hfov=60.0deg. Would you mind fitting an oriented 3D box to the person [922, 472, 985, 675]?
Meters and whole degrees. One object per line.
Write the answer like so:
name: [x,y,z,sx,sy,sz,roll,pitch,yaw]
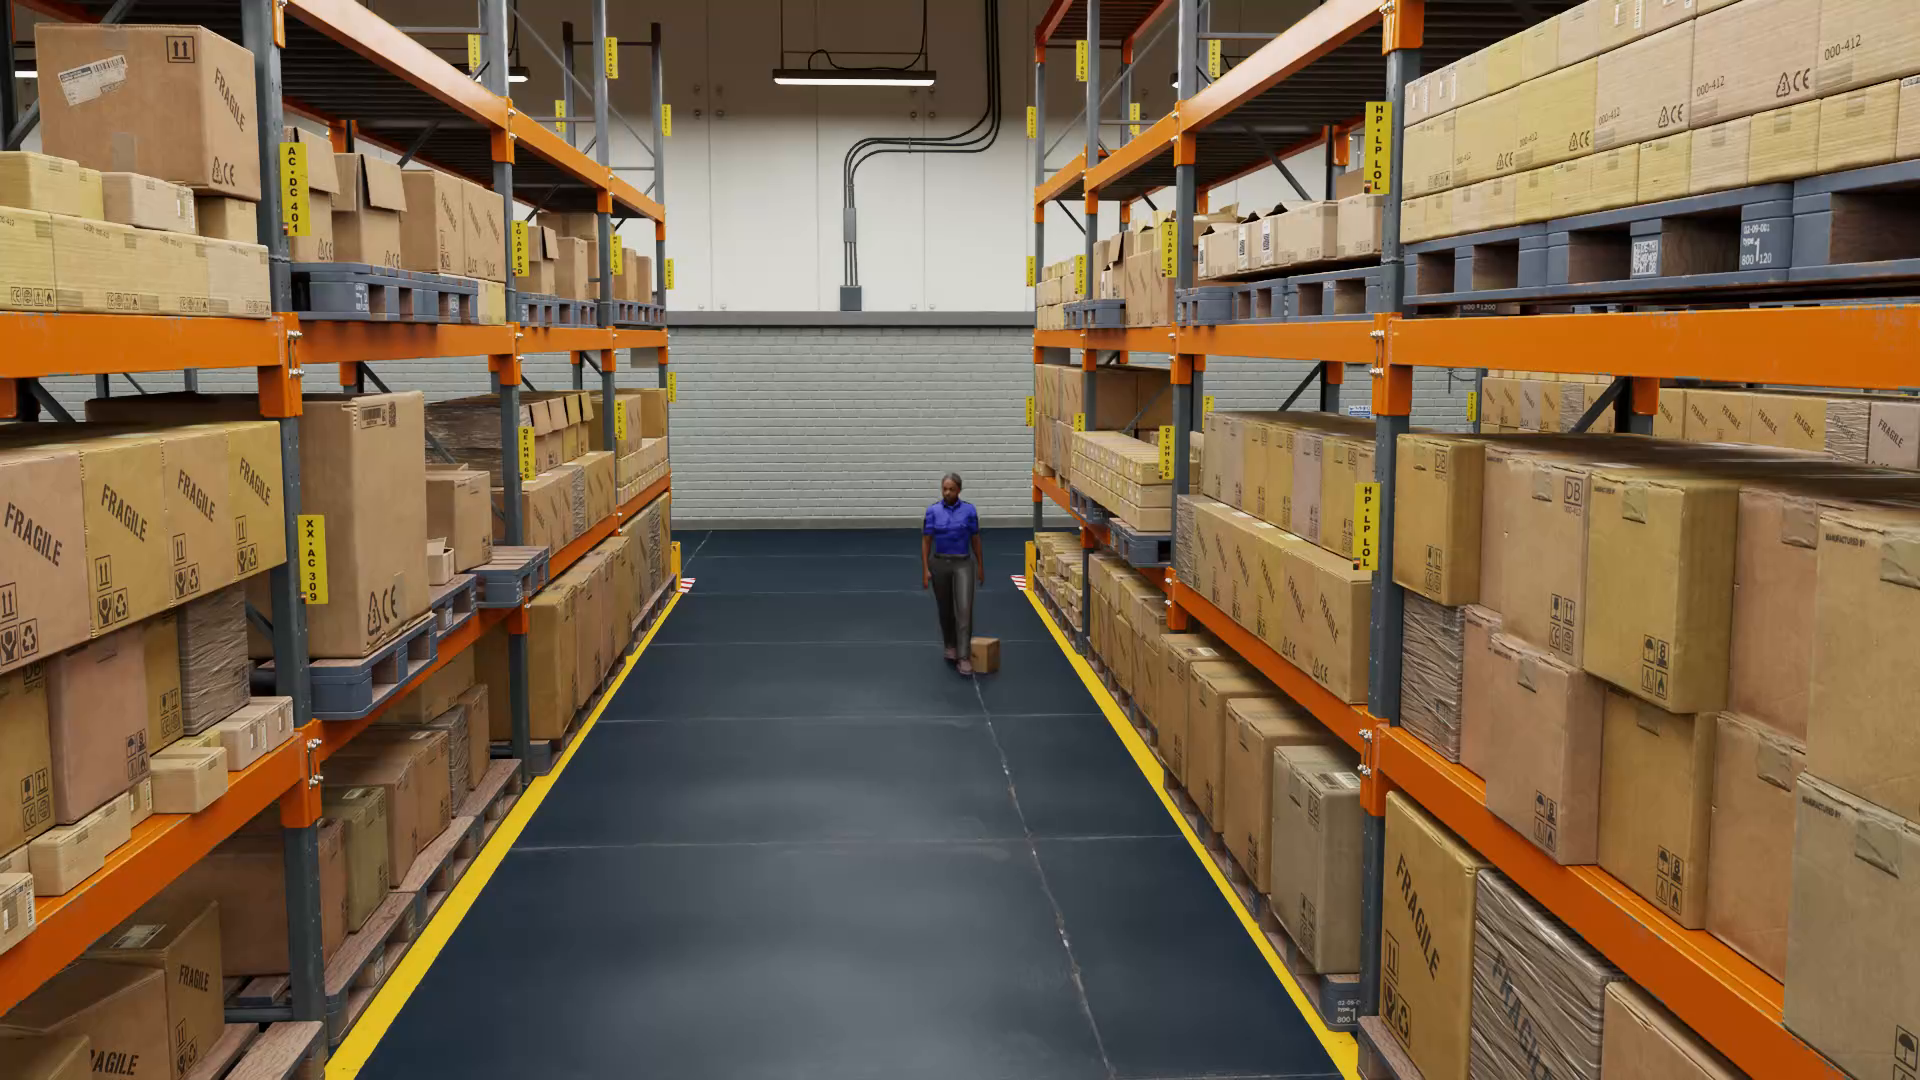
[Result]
person: [-0.064,0.249,13.717,0.510,1.589,0.952,1,7,4]
